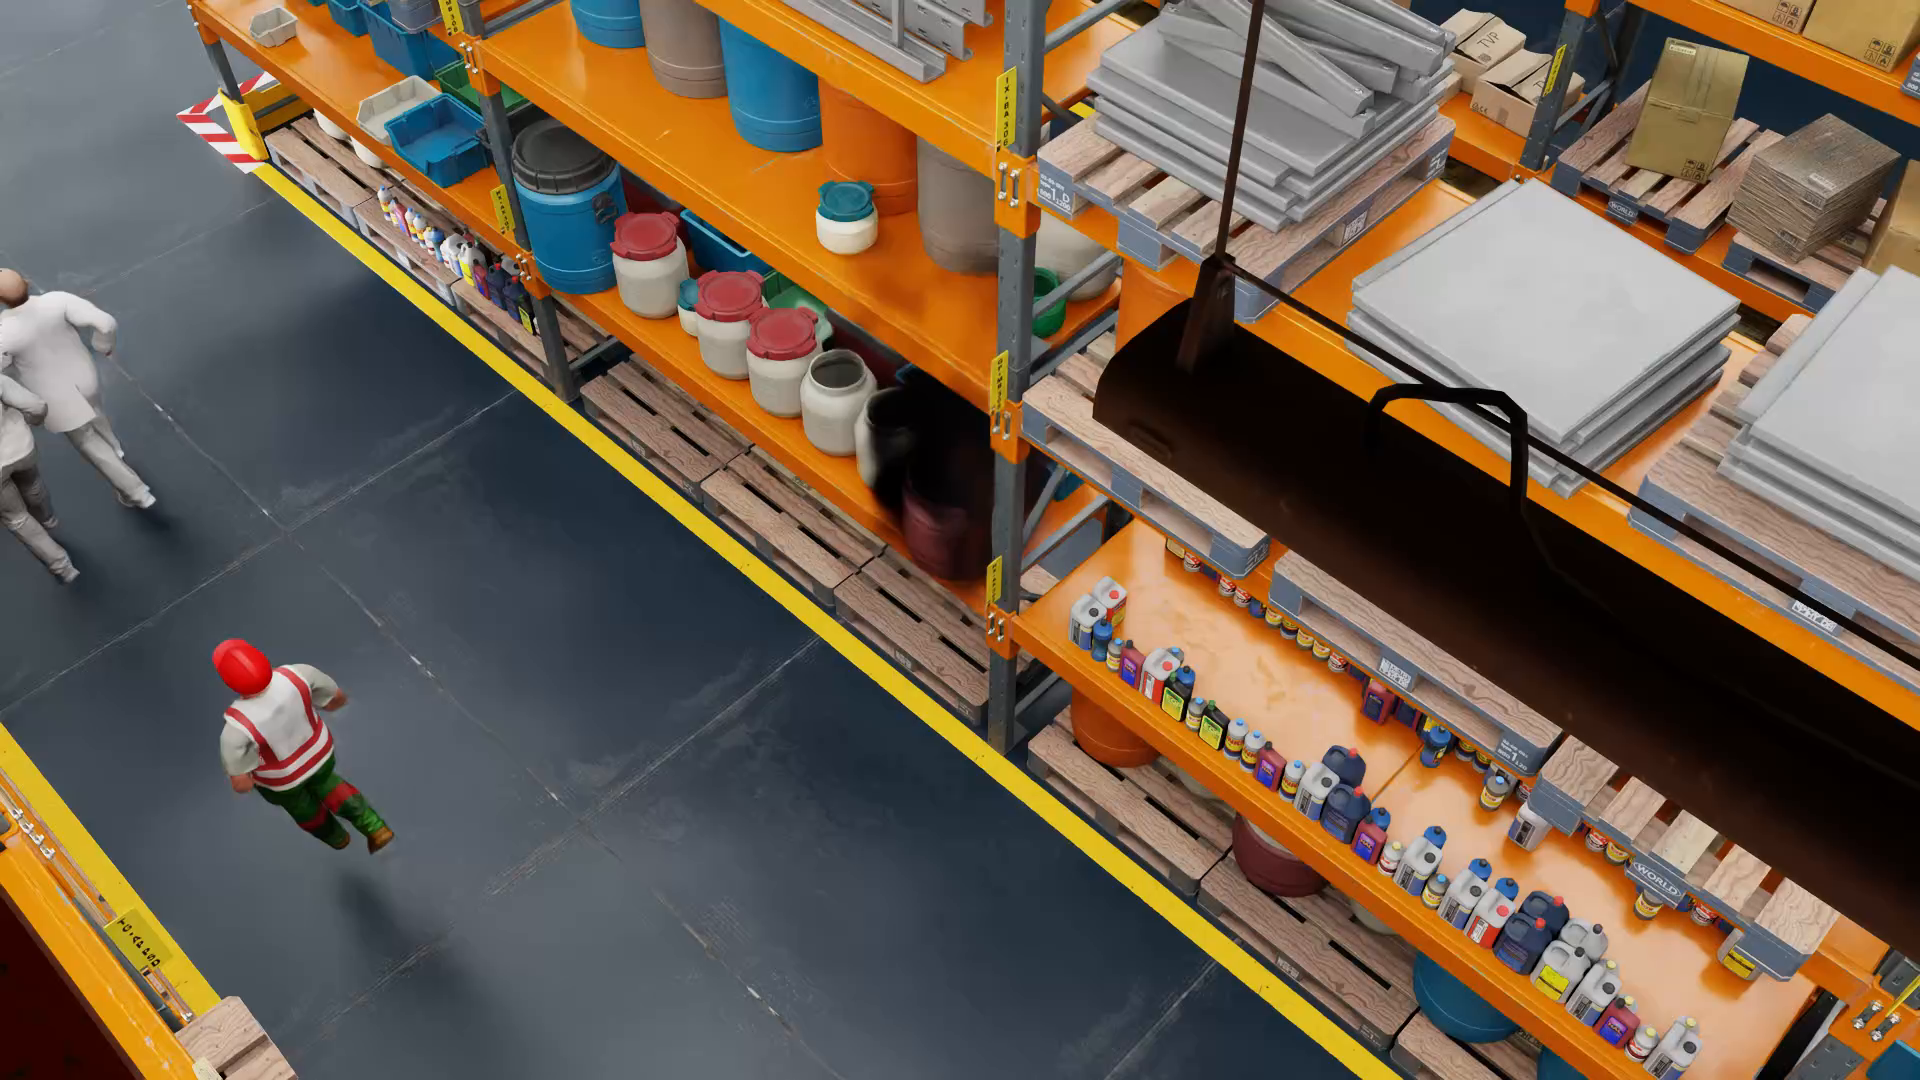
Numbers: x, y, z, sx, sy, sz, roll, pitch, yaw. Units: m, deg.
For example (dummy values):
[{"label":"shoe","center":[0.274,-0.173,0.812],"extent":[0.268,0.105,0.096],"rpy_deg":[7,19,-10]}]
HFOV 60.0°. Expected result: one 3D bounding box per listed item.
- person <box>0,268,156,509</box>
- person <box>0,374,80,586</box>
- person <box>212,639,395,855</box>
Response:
[{"label":"person","center":[-5.344,-0.882,10.016],"extent":[0.903,1.741,0.677],"rpy_deg":[27,55,21]},{"label":"person","center":[-5.524,-0.491,9.545],"extent":[0.970,1.753,0.657],"rpy_deg":[34,58,25]},{"label":"person","center":[-3.171,1.077,7.973],"extent":[0.704,1.760,0.656],"rpy_deg":[30,56,23]}]
